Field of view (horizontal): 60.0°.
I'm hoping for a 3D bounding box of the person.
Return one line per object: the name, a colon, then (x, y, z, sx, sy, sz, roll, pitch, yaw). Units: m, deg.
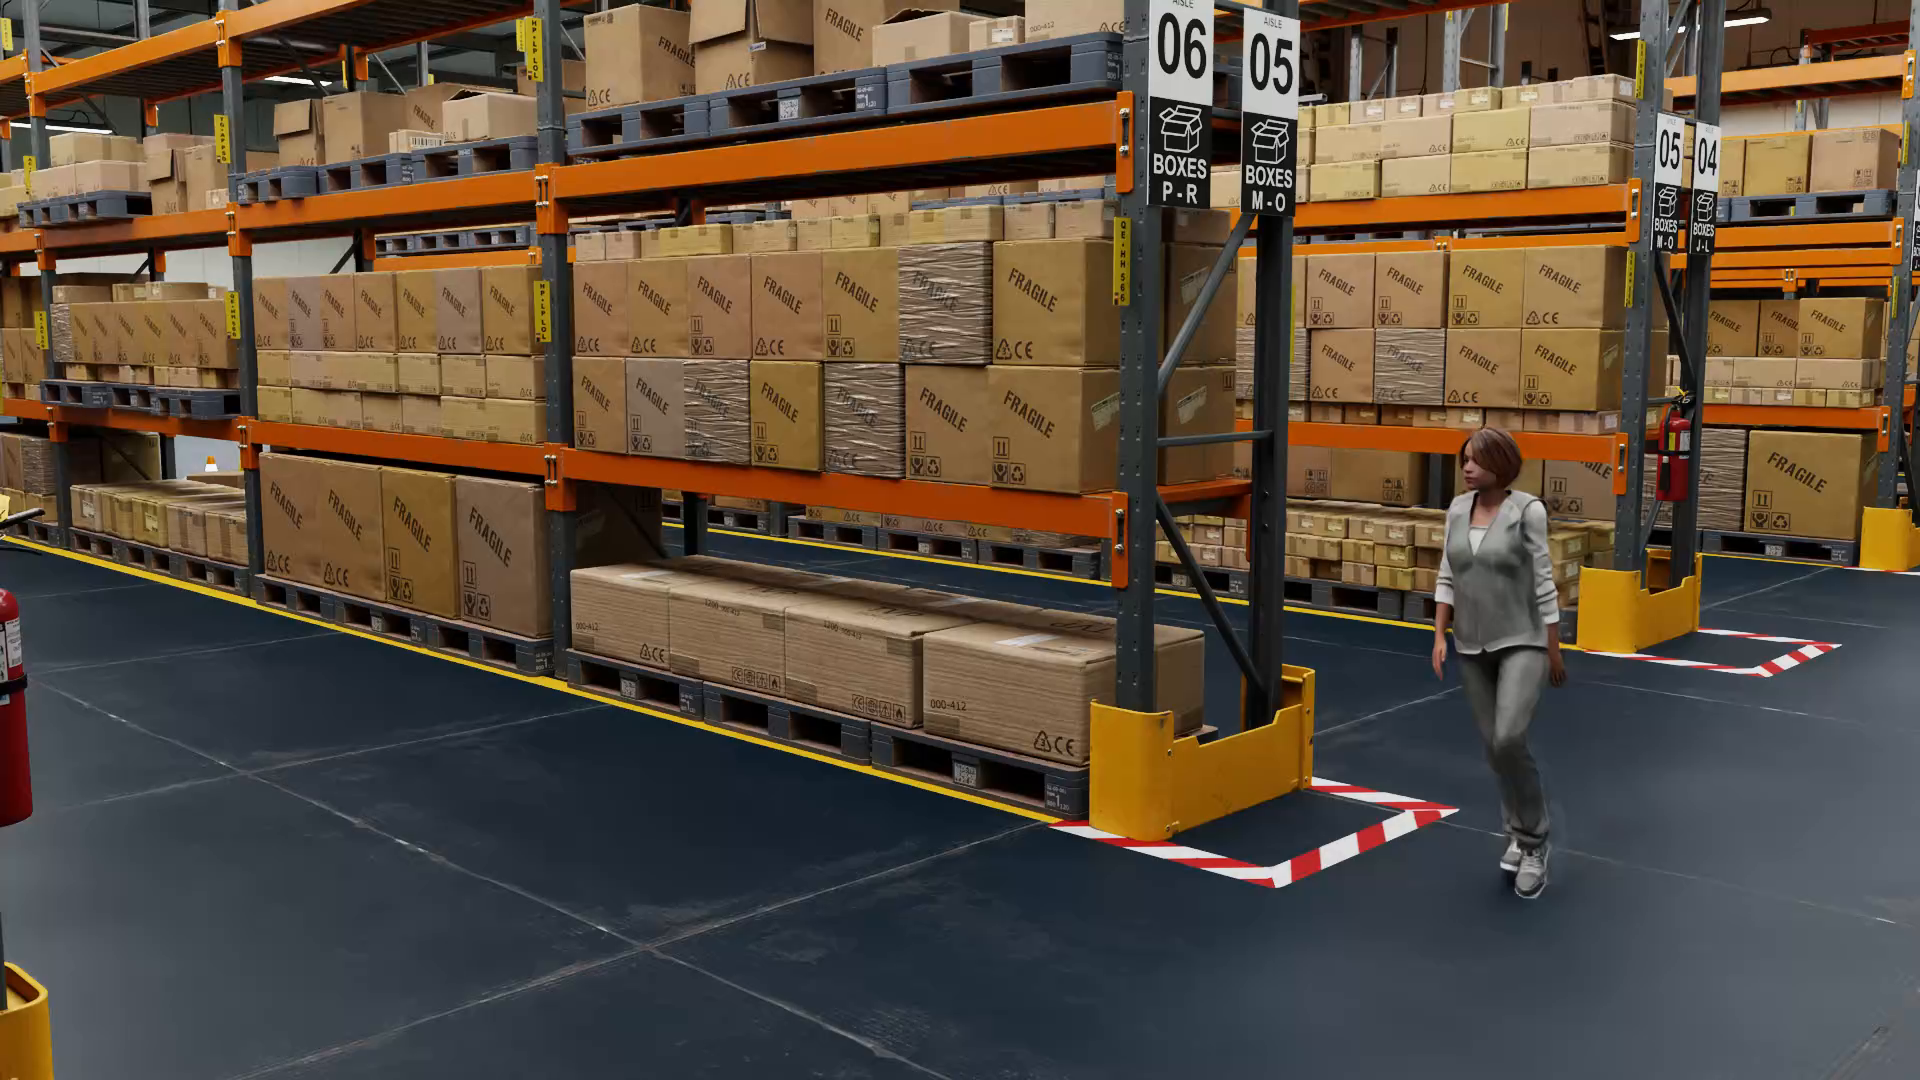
person: (1.913, 0.411, 5.876, 0.463, 1.624, 0.474, -6, 9, -40)
